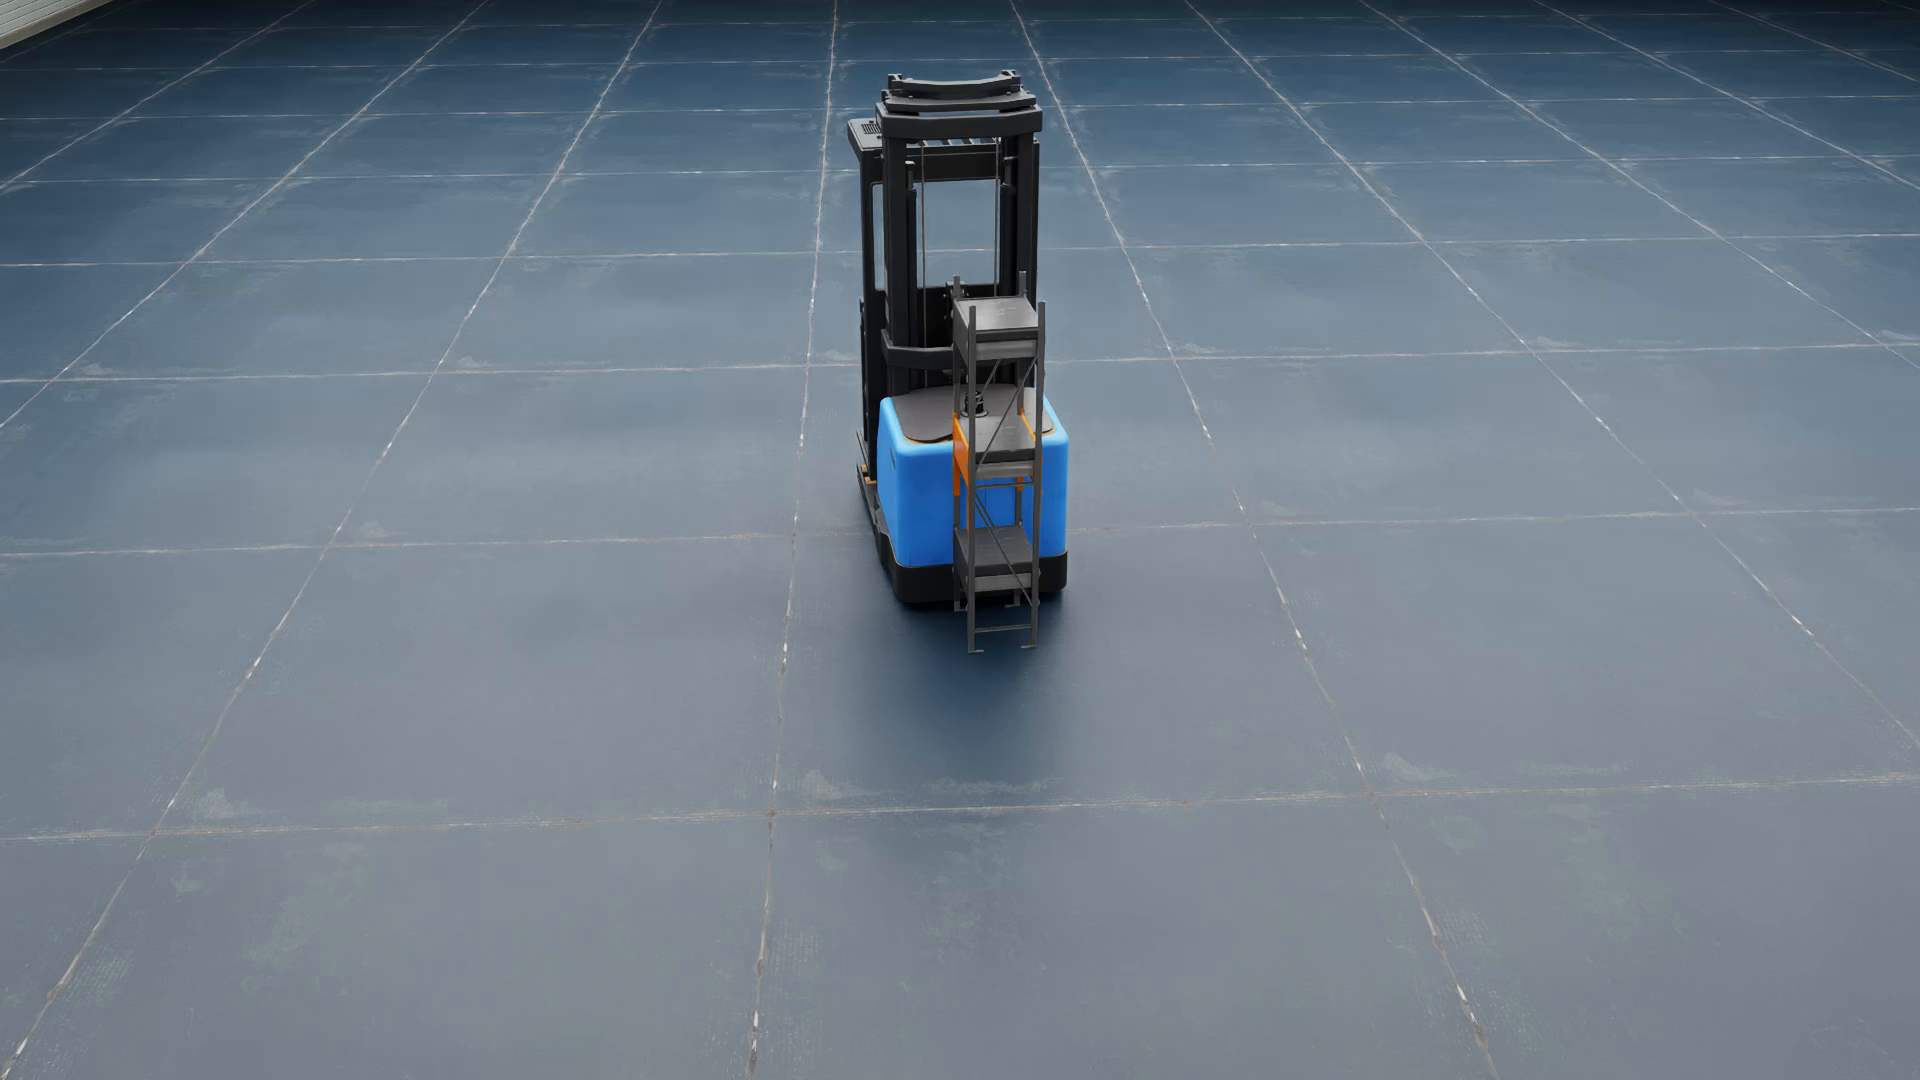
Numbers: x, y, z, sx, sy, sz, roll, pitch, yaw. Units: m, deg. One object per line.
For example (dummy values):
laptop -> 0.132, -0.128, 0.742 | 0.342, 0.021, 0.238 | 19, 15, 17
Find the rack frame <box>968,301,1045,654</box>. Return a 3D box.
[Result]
rack frame -> 0.245, -0.295, 9.108 | 0.400, 2.100, 0.015 | -5, 28, -9

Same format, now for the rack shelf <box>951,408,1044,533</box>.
rack shelf -> 0.204, -0.394, 9.327 | 0.431, 0.518, 0.480 | -5, 28, -9

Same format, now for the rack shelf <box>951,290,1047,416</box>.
rack shelf -> 0.204, -1.015, 9.004 | 0.431, 0.518, 0.480 | -5, 28, -9

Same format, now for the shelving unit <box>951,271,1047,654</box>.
shelving unit -> 0.204, -0.407, 9.321 | 0.431, 2.100, 0.503 | -5, 28, -9

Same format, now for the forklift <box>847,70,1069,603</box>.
forklift -> -0.105, -1.583, 10.678 | 1.130, 2.935, 3.031 | -5, 28, -9

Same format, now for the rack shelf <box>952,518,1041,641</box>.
rack shelf -> 0.204, 0.226, 9.651 | 0.431, 0.518, 0.480 | -5, 28, -9

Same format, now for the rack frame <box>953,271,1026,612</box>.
rack frame -> 0.163, -0.518, 9.534 | 0.400, 2.100, 0.015 | -5, 28, -9
